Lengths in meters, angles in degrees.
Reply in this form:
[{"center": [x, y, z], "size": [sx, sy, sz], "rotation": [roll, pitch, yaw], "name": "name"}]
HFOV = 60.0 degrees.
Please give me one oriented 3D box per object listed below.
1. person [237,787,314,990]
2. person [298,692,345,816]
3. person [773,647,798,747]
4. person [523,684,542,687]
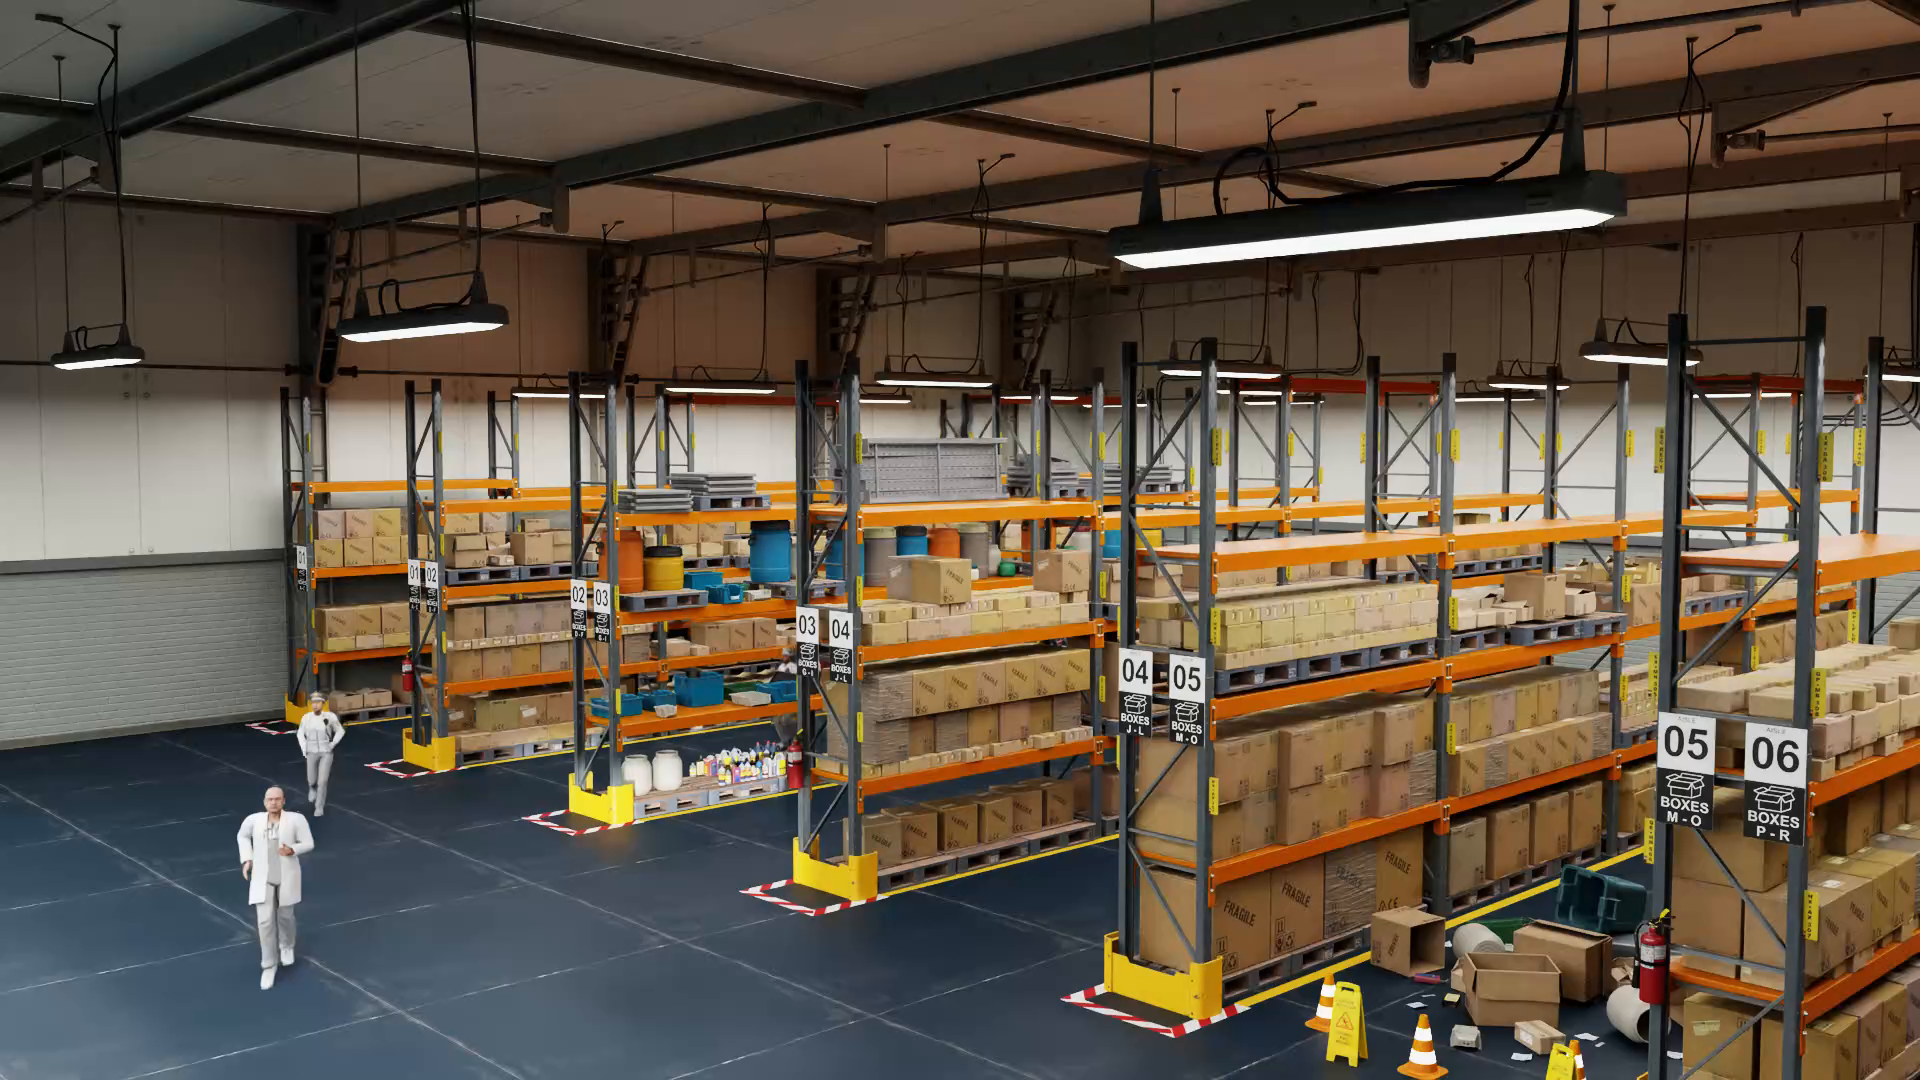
[{"center": [-6.521, 3.255, 15.856], "size": [0.694, 1.822, 0.876], "rotation": [-1, 4, -18], "name": "person"}, {"center": [-8.719, 2.894, 22.706], "size": [0.615, 1.676, 0.603], "rotation": [-1, 4, -13], "name": "person"}, {"center": [-2.845, 2.582, 27.476], "size": [0.574, 1.649, 0.586], "rotation": [3, 5, 40], "name": "person"}, {"center": [-7.358, 2.492, 28.732], "size": [0.533, 1.724, 0.754], "rotation": [3, 5, 38], "name": "person"}]
